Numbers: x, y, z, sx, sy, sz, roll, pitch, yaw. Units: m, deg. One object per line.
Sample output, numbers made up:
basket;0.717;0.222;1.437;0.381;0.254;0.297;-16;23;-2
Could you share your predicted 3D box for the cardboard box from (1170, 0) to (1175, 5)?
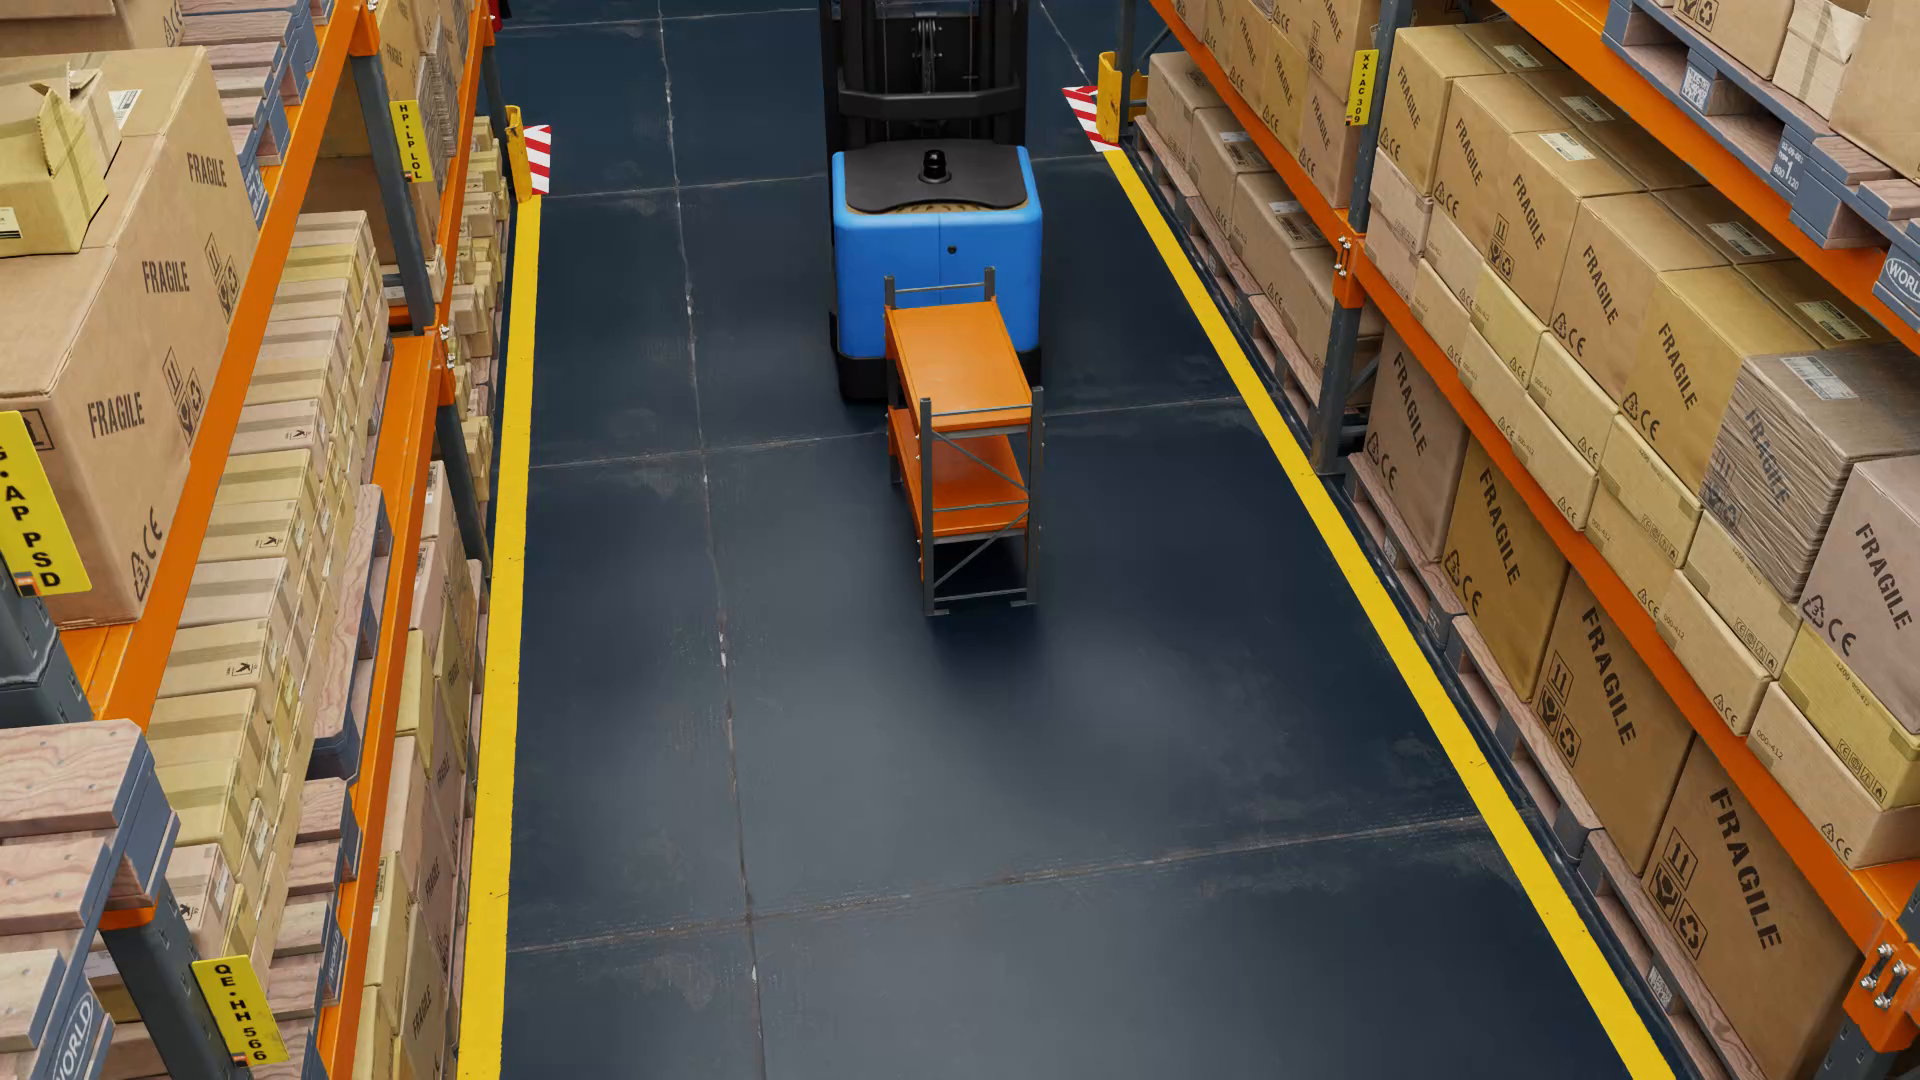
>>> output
cardboard box;1.447;-3.415;9.619;0.500;0.500;0.500;-7;38;-9

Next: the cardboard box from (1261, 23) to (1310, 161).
cardboard box;1.802;-2.185;8.036;0.500;0.500;0.500;-7;38;-9

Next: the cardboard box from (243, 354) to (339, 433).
cardboard box;-2.185;-0.443;5.253;0.380;0.149;0.250;-7;38;-9

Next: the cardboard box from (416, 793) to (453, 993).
cardboard box;-1.983;1.181;5.480;0.500;0.500;0.500;-7;38;-9

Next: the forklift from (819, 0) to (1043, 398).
forklift;-0.206;-2.777;8.935;1.130;2.935;3.031;-3;38;-3

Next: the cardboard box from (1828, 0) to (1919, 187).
cardboard box;2.572;-1.134;3.896;0.700;0.500;0.500;-8;39;-10

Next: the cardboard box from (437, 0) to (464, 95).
cardboard box;-2.733;-2.399;8.069;0.500;0.500;0.500;-4;38;-6

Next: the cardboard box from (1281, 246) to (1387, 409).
cardboard box;2.226;-1.127;8.502;0.875;0.438;0.875;-7;38;-9

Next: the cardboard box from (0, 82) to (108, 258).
cardboard box;-1.813;-0.685;3.036;0.396;0.266;0.258;-6;38;-8

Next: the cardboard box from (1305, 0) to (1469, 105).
cardboard box;1.876;-2.272;7.333;0.500;0.500;0.500;-7;38;-8

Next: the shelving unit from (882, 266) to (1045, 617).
shelving unit;-0.001;-0.448;7.410;0.538;1.125;1.048;-6;38;-8

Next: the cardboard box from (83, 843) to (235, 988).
cardboard box;-1.815;0.823;3.623;0.380;0.149;0.250;-6;38;-8

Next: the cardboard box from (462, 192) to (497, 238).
cardboard box;-2.741;-1.767;9.076;0.380;0.149;0.250;-5;38;-6

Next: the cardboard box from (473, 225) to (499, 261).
cardboard box;-2.756;-1.649;9.167;0.380;0.149;0.250;-6;38;-7

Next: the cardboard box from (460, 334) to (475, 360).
cardboard box;-2.654;-1.018;8.355;0.380;0.149;0.250;-5;38;-6

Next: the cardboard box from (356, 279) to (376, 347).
cardboard box;-2.313;-0.795;5.948;0.380;0.149;0.250;-6;38;-8

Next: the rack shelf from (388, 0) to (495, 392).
rack shelf;-2.975;-1.913;8.354;1.077;0.370;4.000;-6;38;-8

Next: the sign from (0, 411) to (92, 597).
sign;-1.376;-0.048;2.435;0.100;0.325;0.005;-6;38;-8

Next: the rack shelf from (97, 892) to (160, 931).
rack shelf;-1.573;1.735;1.214;1.077;0.370;4.000;-6;38;-8

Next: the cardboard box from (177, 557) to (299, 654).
cardboard box;-1.997;0.192;4.436;0.380;0.149;0.250;-5;38;-6

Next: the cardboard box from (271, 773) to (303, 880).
cardboard box;-1.898;0.743;4.210;0.380;0.149;0.250;-4;38;-6

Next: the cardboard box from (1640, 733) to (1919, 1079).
cardboard box;2.893;1.081;5.304;0.875;0.875;0.875;-7;38;-8

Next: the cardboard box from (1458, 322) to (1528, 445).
cardboard box;2.214;-0.605;6.207;0.500;0.250;0.500;-7;38;-8

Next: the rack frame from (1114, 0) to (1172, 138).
rack frame;1.530;-3.998;10.452;1.000;3.000;0.127;-6;38;-8

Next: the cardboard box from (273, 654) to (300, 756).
cardboard box;-1.955;0.453;4.342;0.380;0.149;0.250;-6;38;-8

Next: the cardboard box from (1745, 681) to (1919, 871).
cardboard box;2.588;0.615;4.635;0.500;0.250;0.500;-7;38;-10

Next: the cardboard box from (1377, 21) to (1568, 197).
cardboard box;2.025;-1.720;6.623;0.500;0.500;0.500;-6;38;-7

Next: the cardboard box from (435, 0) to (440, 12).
cardboard box;-2.716;-2.769;7.730;0.500;0.500;0.500;-7;38;-10

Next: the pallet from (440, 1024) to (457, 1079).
pallet;-2.059;2.056;4.931;1.003;0.211;1.213;-6;38;-8

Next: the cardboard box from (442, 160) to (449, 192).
cardboard box;-2.591;-1.724;7.728;0.380;0.149;0.250;-6;38;-7

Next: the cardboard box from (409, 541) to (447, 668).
cardboard box;-2.168;0.271;6.040;0.500;0.250;0.500;-5;38;-6

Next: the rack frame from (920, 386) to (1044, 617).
rack frame;0.088;-0.141;7.015;0.500;1.125;0.032;-6;38;-8

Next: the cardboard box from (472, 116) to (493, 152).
cardboard box;-2.984;-2.387;9.875;0.380;0.149;0.250;-6;38;-7

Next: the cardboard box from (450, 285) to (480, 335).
cardboard box;-2.596;-1.132;8.259;0.380;0.149;0.250;-5;38;-7

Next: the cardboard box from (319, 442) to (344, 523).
cardboard box;-2.126;-0.158;5.129;0.380;0.149;0.250;-6;38;-8

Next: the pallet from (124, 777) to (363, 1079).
pallet;-2.153;1.084;4.066;1.213;0.211;1.003;-6;38;-8

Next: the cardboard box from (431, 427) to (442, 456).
cardboard box;-2.481;-0.494;7.438;0.380;0.149;0.250;-5;38;-6

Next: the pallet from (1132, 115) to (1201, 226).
pallet;1.747;-2.423;10.696;1.003;0.211;1.213;-6;38;-8

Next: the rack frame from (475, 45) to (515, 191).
rack frame;-3.326;-3.405;9.688;1.000;3.000;0.127;-6;38;-8

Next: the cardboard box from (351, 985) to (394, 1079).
cardboard box;-1.806;1.510;4.446;0.500;0.250;0.500;-8;39;-10

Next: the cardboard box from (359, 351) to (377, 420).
cardboard box;-2.272;-0.529;5.849;0.380;0.149;0.250;-6;38;-8

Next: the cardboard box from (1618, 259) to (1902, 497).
cardboard box;2.405;-0.495;5.045;0.500;0.500;0.500;-6;38;-8

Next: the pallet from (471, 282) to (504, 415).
pallet;-2.995;-1.028;8.901;1.003;0.211;1.213;-6;38;-8

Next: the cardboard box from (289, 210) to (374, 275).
cardboard box;-2.362;-1.069;6.059;0.380;0.149;0.250;-5;38;-6

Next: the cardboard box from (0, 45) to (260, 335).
cardboard box;-1.949;-0.773;3.774;0.500;0.500;0.500;-6;38;-8

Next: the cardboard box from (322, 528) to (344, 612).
cardboard box;-2.082;0.111;5.025;0.380;0.149;0.250;-7;38;-9

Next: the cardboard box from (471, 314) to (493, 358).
cardboard box;-2.640;-1.063;8.655;0.380;0.149;0.250;-7;38;-9

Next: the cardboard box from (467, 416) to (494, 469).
cardboard box;-2.419;-0.444;7.858;0.380;0.149;0.250;-5;38;-7

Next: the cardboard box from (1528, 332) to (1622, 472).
cardboard box;2.302;-0.500;5.663;0.500;0.250;0.500;-7;38;-9
